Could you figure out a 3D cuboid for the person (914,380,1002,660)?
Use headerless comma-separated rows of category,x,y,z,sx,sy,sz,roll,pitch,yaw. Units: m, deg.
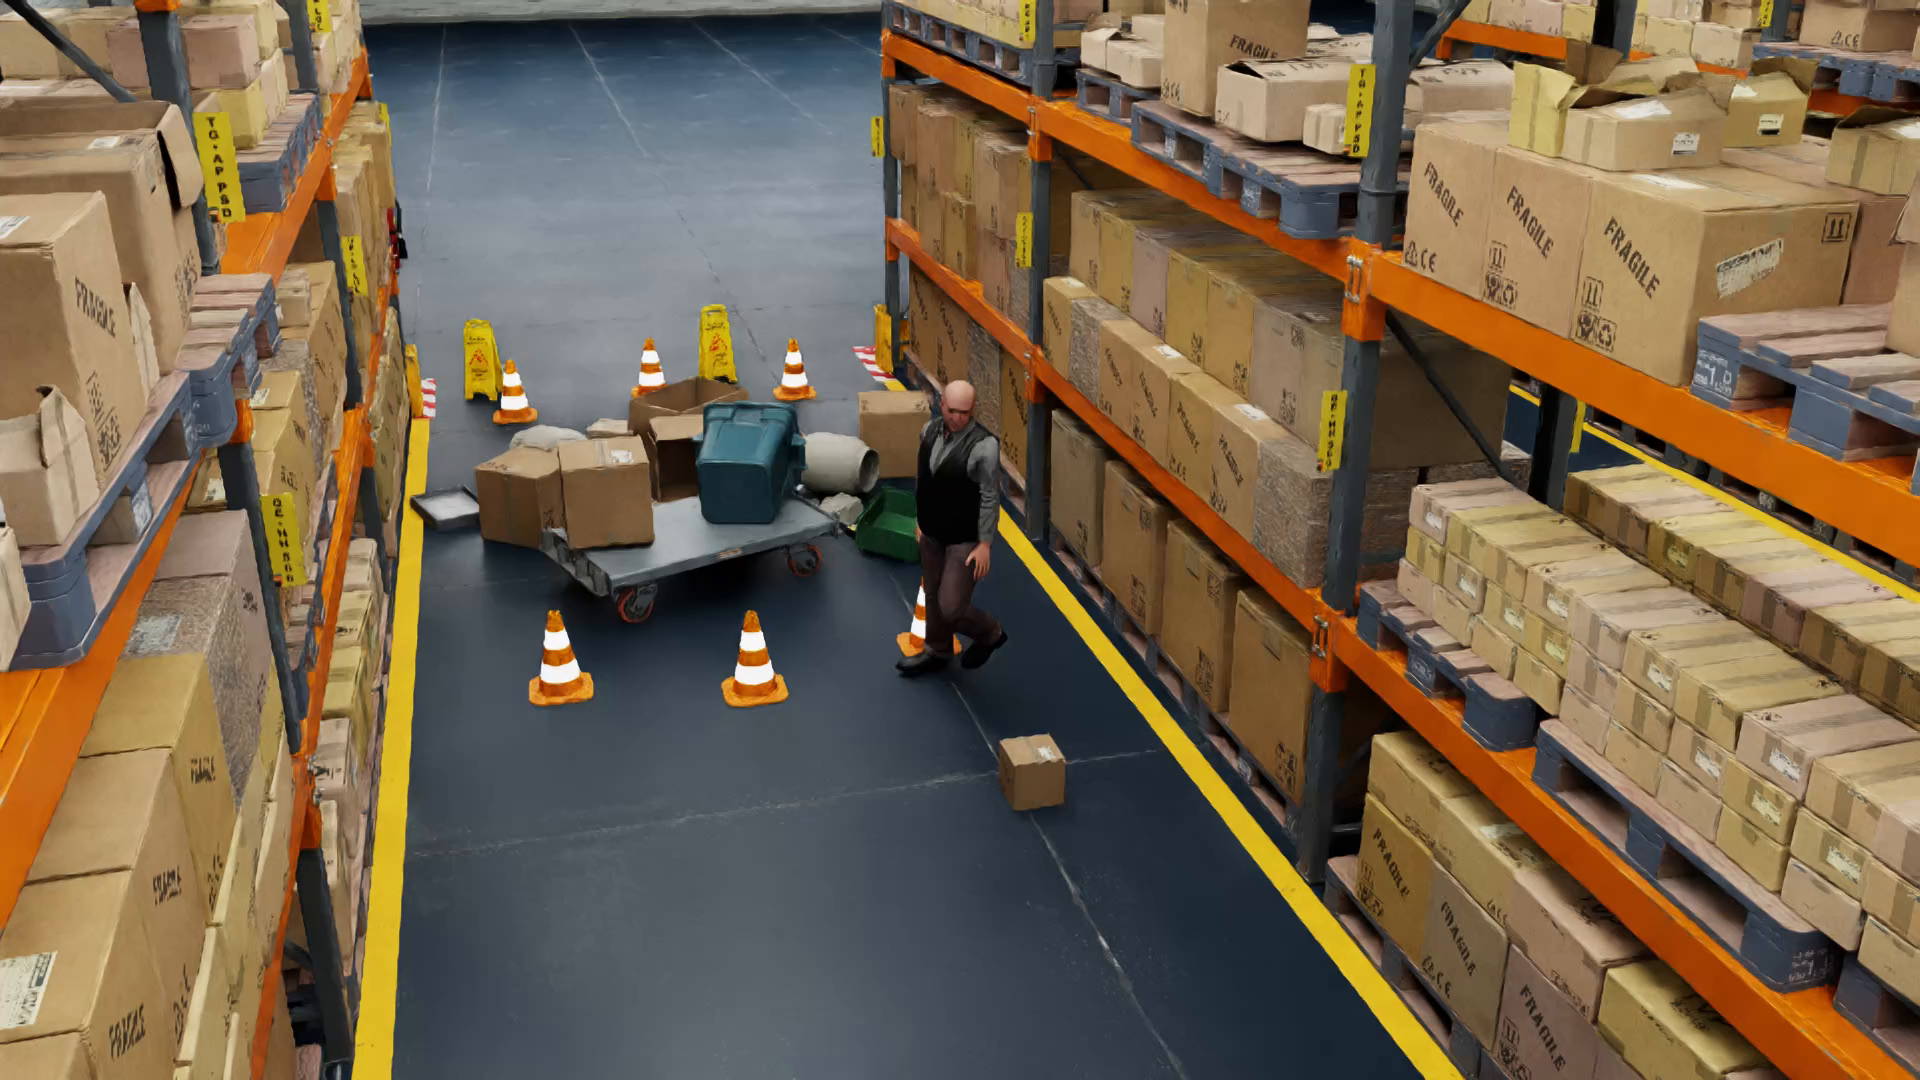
person,-0.004,-0.007,8.696,0.472,1.544,0.593,-19,29,-38
